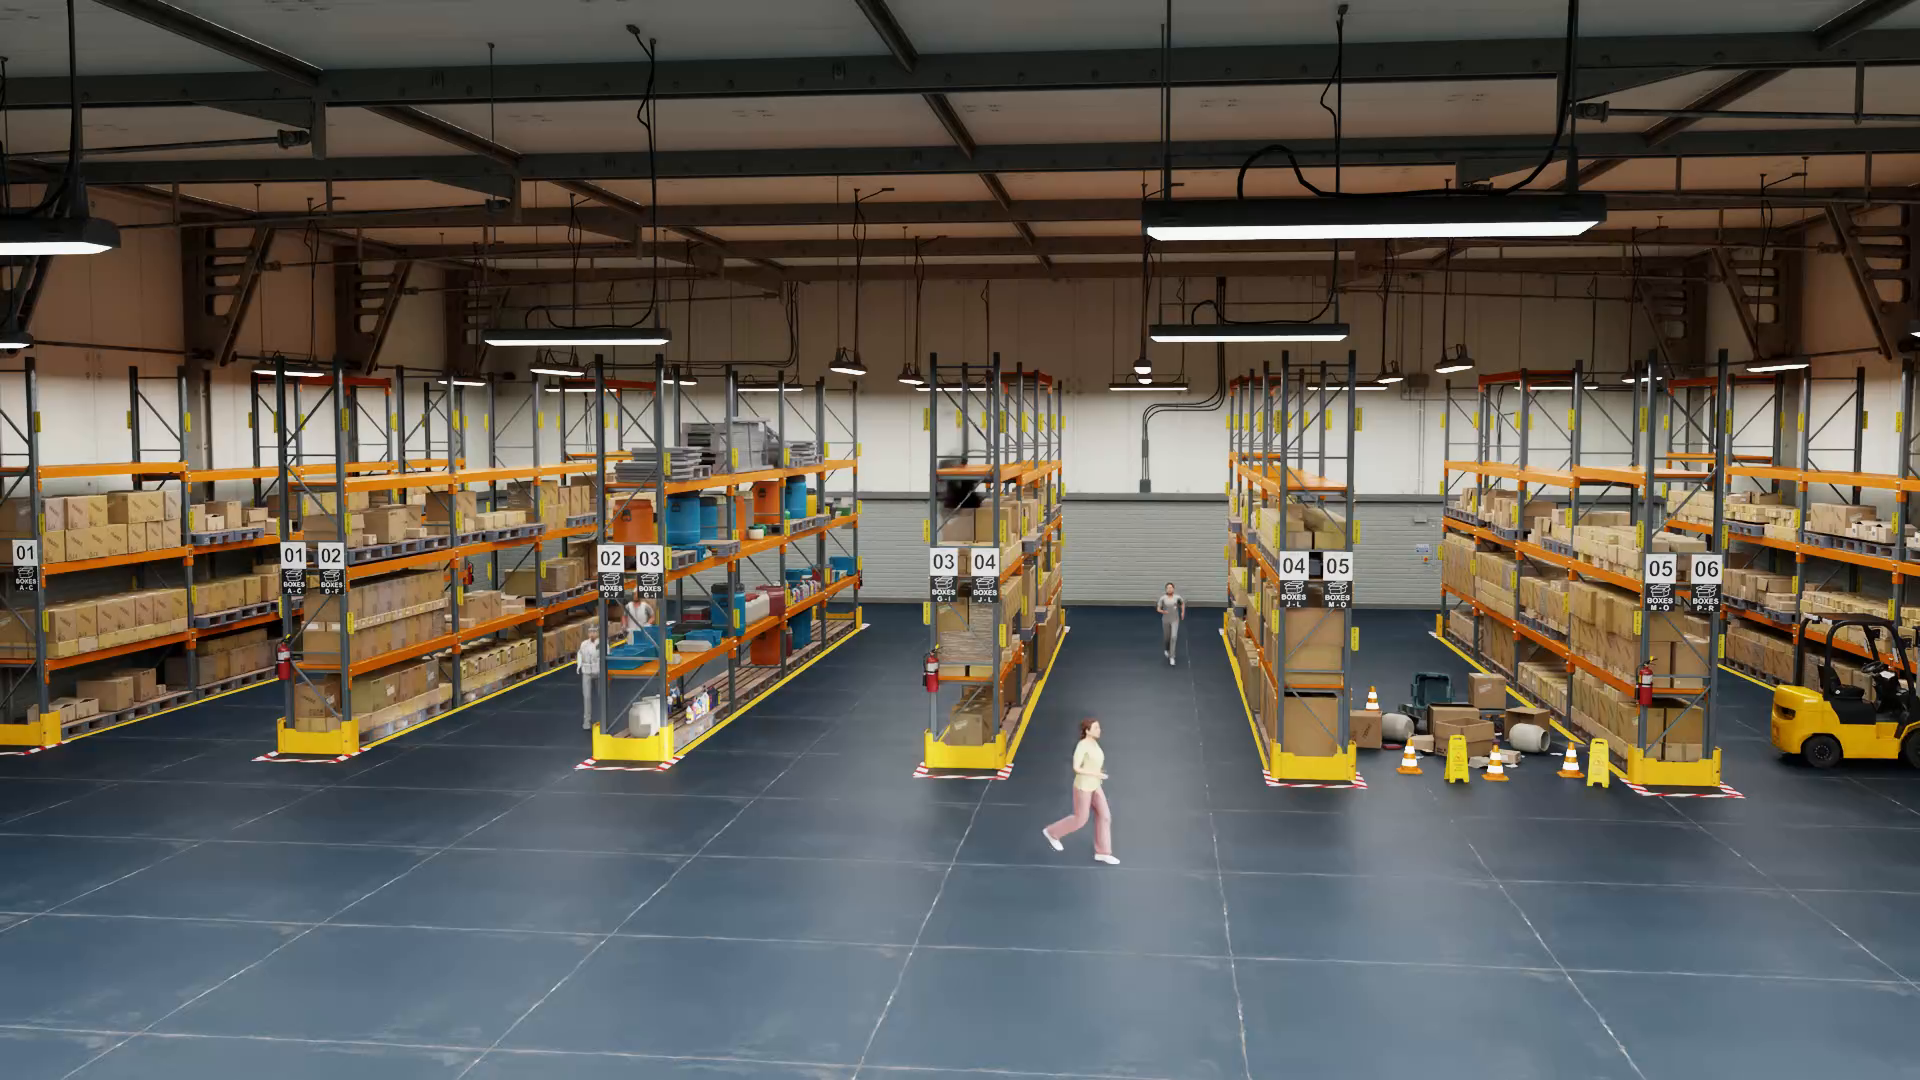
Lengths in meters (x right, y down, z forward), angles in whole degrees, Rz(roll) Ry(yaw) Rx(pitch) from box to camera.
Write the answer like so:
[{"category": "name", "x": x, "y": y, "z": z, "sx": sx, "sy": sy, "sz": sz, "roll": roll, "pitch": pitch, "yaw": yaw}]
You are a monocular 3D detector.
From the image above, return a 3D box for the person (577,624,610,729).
[{"category": "person", "x": -6.022, "y": 2.206, "z": 27.314, "sx": 0.611, "sy": 1.676, "sz": 0.906, "roll": 0, "pitch": 4, "yaw": 0}]

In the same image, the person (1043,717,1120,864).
[{"category": "person", "x": 1.399, "y": 2.830, "z": 18.957, "sx": 0.926, "sy": 1.656, "sz": 0.562, "roll": 2, "pitch": 5, "yaw": 31}]

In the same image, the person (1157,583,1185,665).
[{"category": "person", "x": 4.393, "y": 1.713, "z": 34.629, "sx": 0.580, "sy": 1.649, "sz": 1.013, "roll": 0, "pitch": 4, "yaw": 7}]

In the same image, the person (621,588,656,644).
[{"category": "person", "x": -6.365, "y": 1.815, "z": 32.897, "sx": 0.672, "sy": 1.732, "sz": 0.592, "roll": 0, "pitch": 4, "yaw": -1}]
